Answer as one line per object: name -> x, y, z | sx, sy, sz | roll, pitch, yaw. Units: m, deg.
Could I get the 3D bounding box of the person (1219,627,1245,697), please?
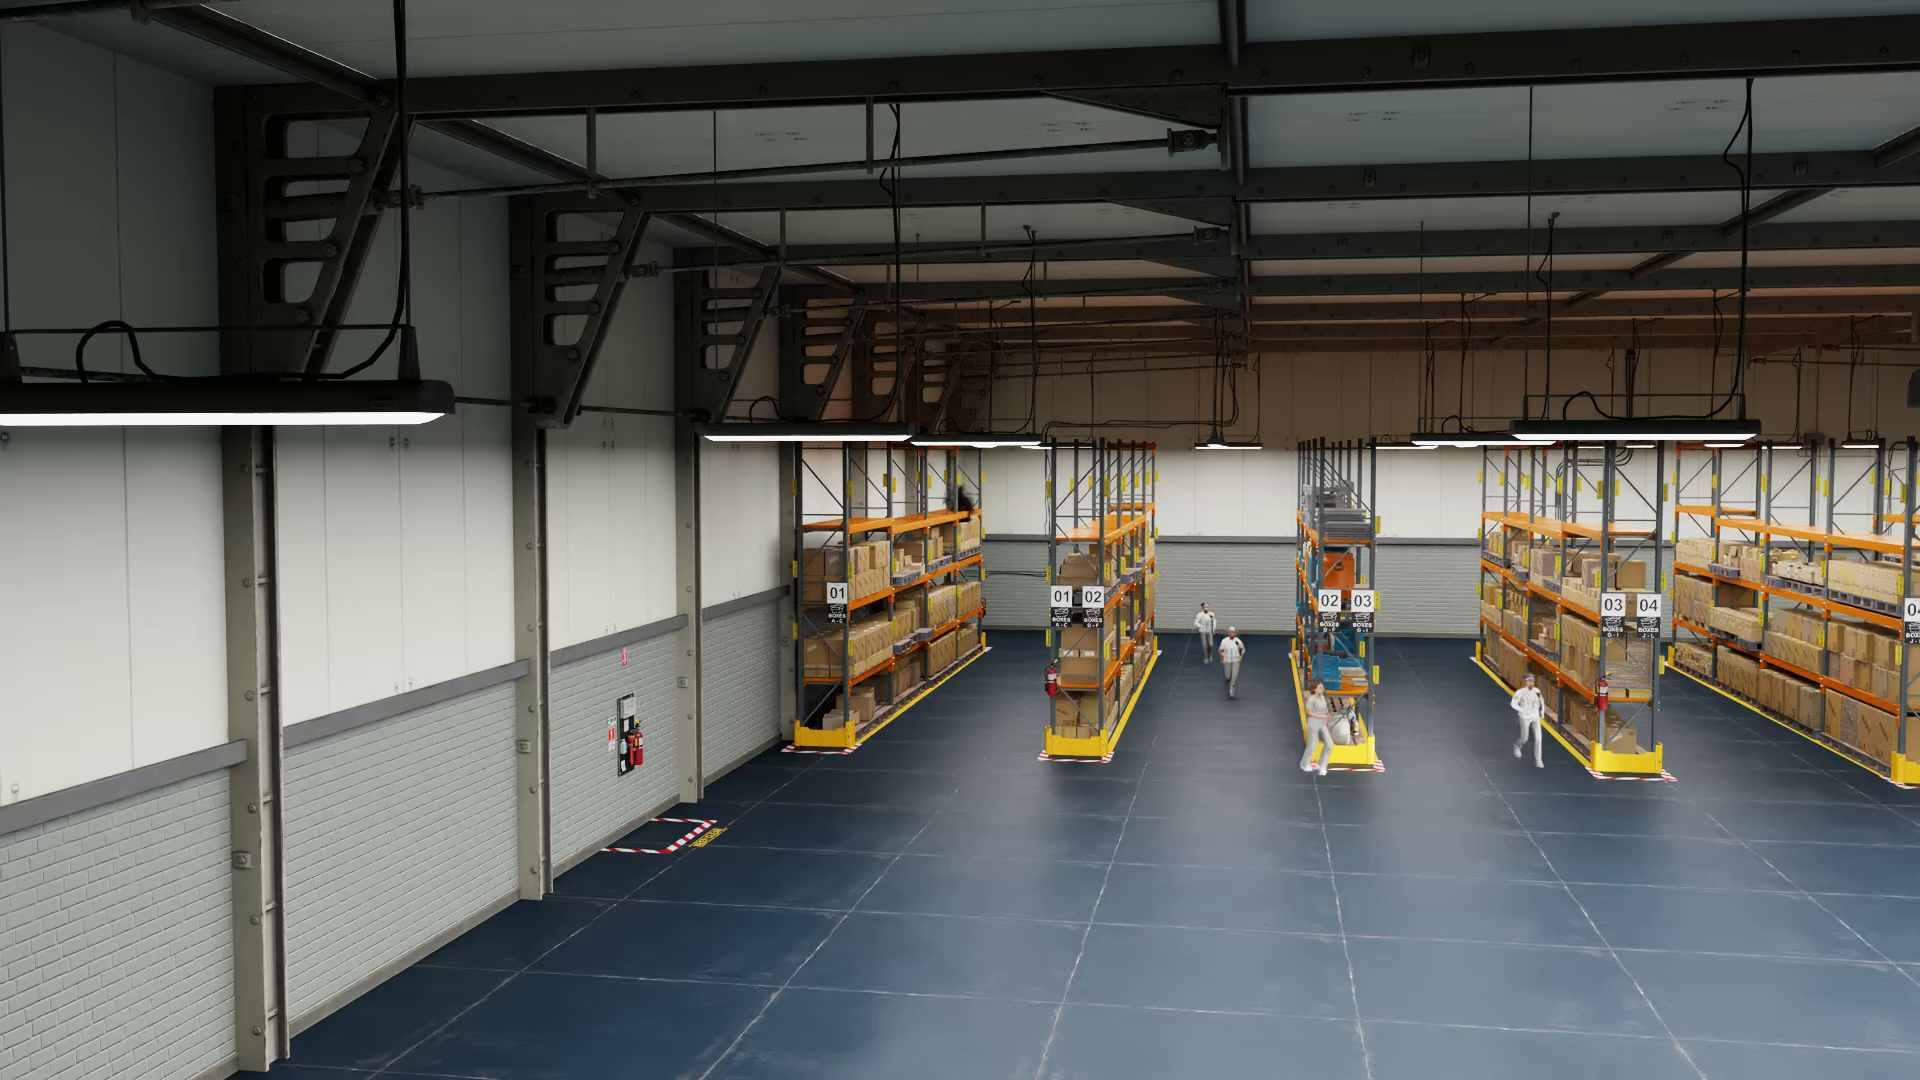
person -> 6.386, 2.865, 39.023 | 0.620, 1.603, 0.671 | 0, 3, 7

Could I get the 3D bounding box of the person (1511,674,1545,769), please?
person -> 10.398, 3.273, 30.430 | 0.671, 1.698, 0.813 | 0, 3, -8

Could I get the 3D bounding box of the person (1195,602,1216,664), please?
person -> 6.652, 2.515, 44.967 | 0.618, 1.663, 0.625 | 0, 3, 0

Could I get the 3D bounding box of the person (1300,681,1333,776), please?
person -> 6.339, 3.348, 29.449 | 0.575, 1.723, 0.715 | -2, 4, -33
